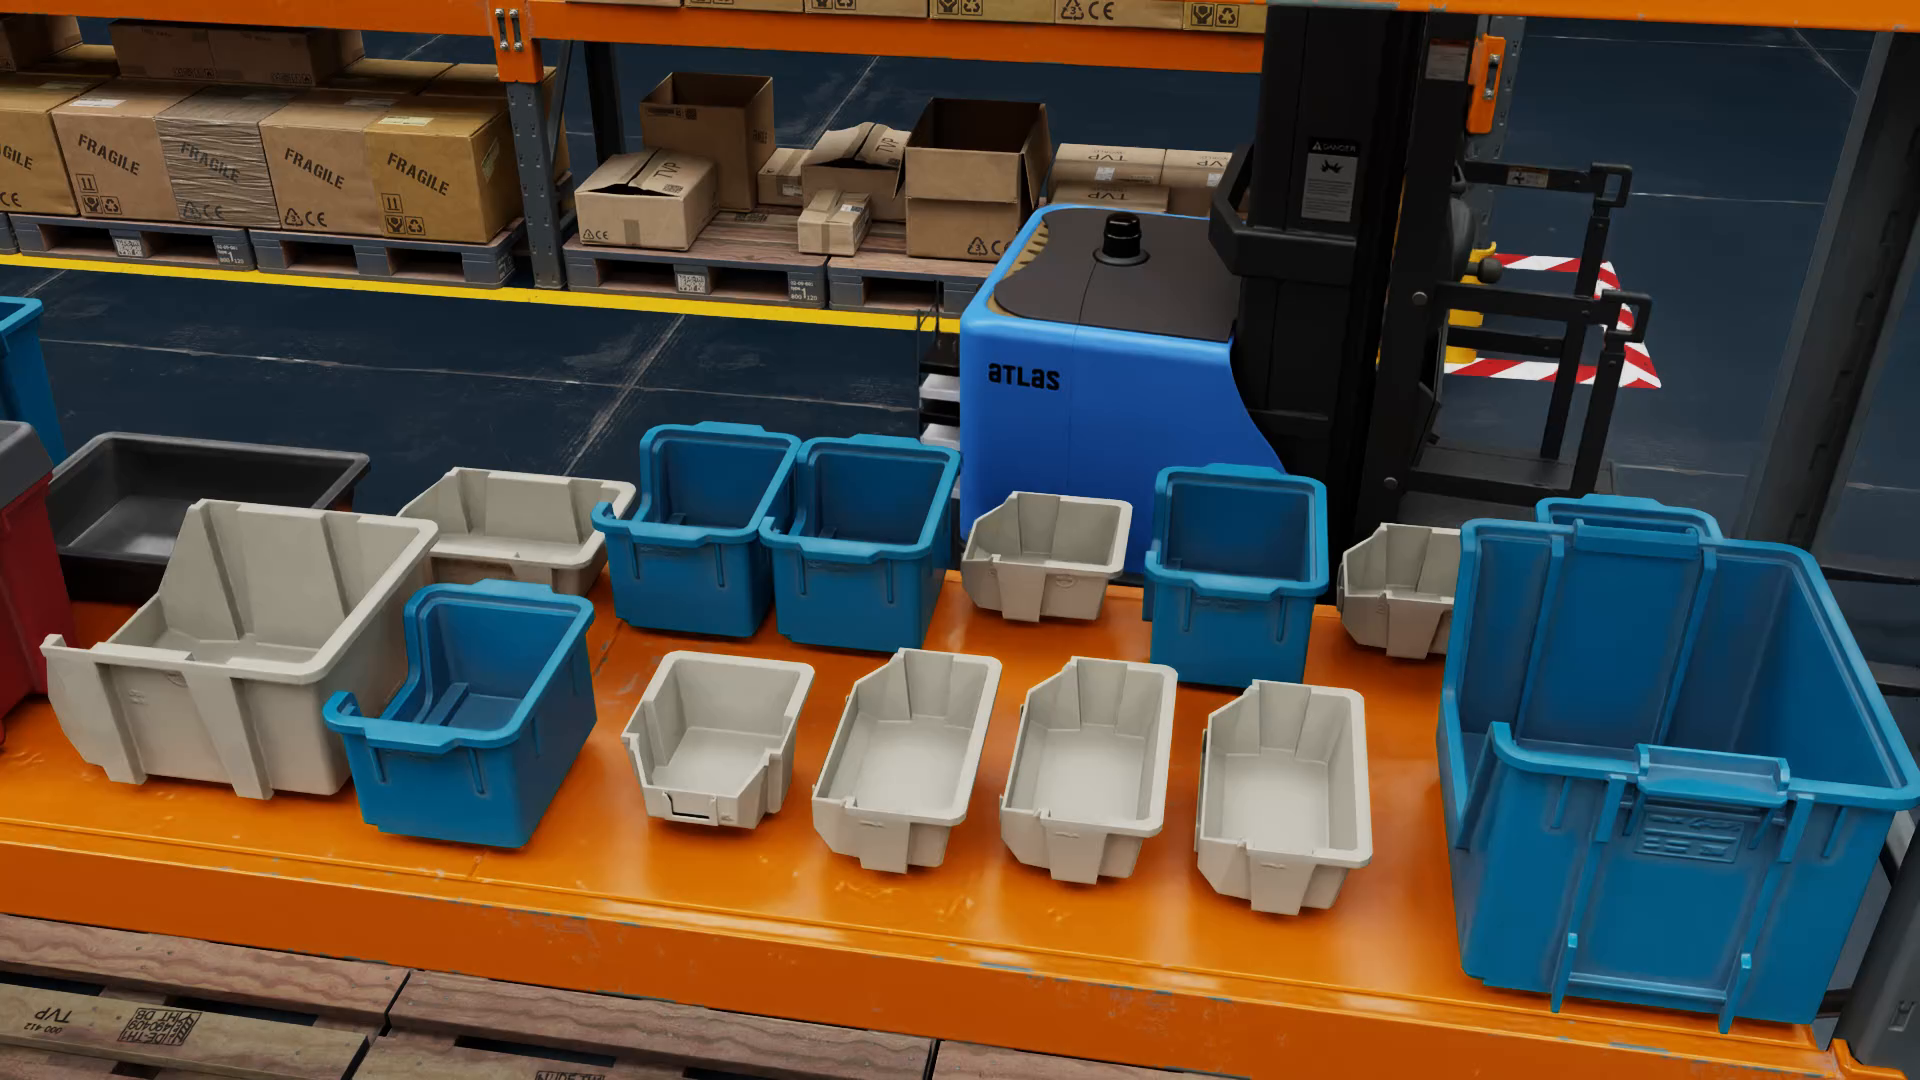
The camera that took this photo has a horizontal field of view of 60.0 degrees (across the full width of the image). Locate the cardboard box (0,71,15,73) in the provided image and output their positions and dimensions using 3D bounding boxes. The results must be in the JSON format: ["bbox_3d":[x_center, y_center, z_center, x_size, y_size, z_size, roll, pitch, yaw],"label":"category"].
[{"bbox_3d":[-4.773,-2.192,8.367,0.500,0.500,0.500,6,33,10],"label":"cardboard box"}]

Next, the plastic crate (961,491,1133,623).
[{"bbox_3d":[0.156,0.038,3.054,0.298,0.136,0.250,5,32,8],"label":"plastic crate"}]

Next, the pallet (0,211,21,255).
[{"bbox_3d":[-5.005,-1.758,8.359,1.213,0.211,1.003,5,32,8],"label":"pallet"}]

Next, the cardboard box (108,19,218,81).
[{"bbox_3d":[-3.707,-2.418,8.021,0.500,0.250,0.500,5,32,7],"label":"cardboard box"}]

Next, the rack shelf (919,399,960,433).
[{"bbox_3d":[-0.003,-0.432,5.484,0.200,0.077,0.258,8,33,12],"label":"rack shelf"}]

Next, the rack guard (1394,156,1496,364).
[{"bbox_3d":[2.077,-1.259,7.291,0.348,0.500,1.175,5,32,8],"label":"rack guard"}]

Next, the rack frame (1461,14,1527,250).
[{"bbox_3d":[2.152,-2.312,6.617,0.127,3.000,1.000,5,32,8],"label":"rack frame"}]

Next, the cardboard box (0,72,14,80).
[{"bbox_3d":[-4.817,-1.919,7.930,0.500,0.500,0.500,4,32,6],"label":"cardboard box"}]

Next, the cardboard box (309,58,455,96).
[{"bbox_3d":[-2.755,-2.009,8.073,0.500,0.500,0.500,6,32,9],"label":"cardboard box"}]

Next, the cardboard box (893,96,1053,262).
[{"bbox_3d":[0.062,-1.632,7.469,0.637,0.503,0.797,5,32,8],"label":"cardboard box"}]

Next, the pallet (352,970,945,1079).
[{"bbox_3d":[-0.691,1.256,3.544,1.213,0.211,1.003,5,32,8],"label":"pallet"}]

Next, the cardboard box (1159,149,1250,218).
[{"bbox_3d":[1.171,-1.575,7.615,0.500,0.250,0.500,5,32,8],"label":"cardboard box"}]

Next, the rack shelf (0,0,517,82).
[{"bbox_3d":[-3.763,-2.543,7.663,4.000,0.370,1.077,5,32,8],"label":"rack shelf"}]

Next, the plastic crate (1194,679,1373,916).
[{"bbox_3d":[0.480,0.386,2.497,0.243,0.136,0.396,5,32,8],"label":"plastic crate"}]

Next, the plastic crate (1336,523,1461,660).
[{"bbox_3d":[0.824,0.098,2.958,0.298,0.136,0.250,5,32,8],"label":"plastic crate"}]

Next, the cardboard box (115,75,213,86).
[{"bbox_3d":[-3.744,-2.102,8.223,0.500,0.500,0.500,4,32,6],"label":"cardboard box"}]

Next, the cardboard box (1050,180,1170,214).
[{"bbox_3d":[0.643,-1.353,7.262,0.500,0.250,0.500,5,32,8],"label":"cardboard box"}]

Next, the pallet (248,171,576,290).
[{"bbox_3d":[-2.599,-1.540,8.011,1.213,0.211,1.003,5,32,8],"label":"pallet"}]

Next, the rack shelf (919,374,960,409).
[{"bbox_3d":[-0.003,-0.508,5.437,0.200,0.077,0.258,8,33,12],"label":"rack shelf"}]

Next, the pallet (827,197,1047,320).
[{"bbox_3d":[0.092,-1.318,7.656,1.213,0.211,1.003,5,32,8],"label":"pallet"}]

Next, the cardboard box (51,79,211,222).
[{"bbox_3d":[-3.808,-1.828,7.785,0.500,0.500,0.500,4,32,7],"label":"cardboard box"}]

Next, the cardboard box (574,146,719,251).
[{"bbox_3d":[-1.414,-1.565,7.543,0.500,0.311,0.500,5,32,8],"label":"cardboard box"}]

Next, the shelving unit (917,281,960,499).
[{"bbox_3d":[-0.003,-0.383,5.515,0.210,0.900,0.258,8,33,12],"label":"shelving unit"}]

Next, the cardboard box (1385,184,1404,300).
[{"bbox_3d":[1.574,-1.359,7.035,0.500,0.500,0.500,5,32,8],"label":"cardboard box"}]

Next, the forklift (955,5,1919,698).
[{"bbox_3d":[1.560,-1.001,4.586,3.031,2.935,1.130,9,33,14],"label":"forklift"}]

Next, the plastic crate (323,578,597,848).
[{"bbox_3d":[-0.753,0.274,2.586,0.300,0.233,0.416,5,32,8],"label":"plastic crate"}]

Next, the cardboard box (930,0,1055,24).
[{"bbox_3d":[0.165,-2.389,6.645,0.500,0.500,0.500,5,32,8],"label":"cardboard box"}]

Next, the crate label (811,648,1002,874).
[{"bbox_3d":[-0.082,0.341,2.570,0.243,0.136,0.396,5,32,8],"label":"crate label"}]

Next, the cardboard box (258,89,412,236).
[{"bbox_3d":[-2.812,-1.739,7.642,0.500,0.500,0.500,5,32,8],"label":"cardboard box"}]

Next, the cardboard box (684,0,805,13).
[{"bbox_3d":[-0.829,-2.480,6.790,0.500,0.500,0.500,6,32,9],"label":"cardboard box"}]

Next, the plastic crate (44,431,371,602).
[{"bbox_3d":[-1.480,-0.028,3.171,0.590,0.125,0.437,5,32,8],"label":"plastic crate"}]

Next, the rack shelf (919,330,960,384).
[{"bbox_3d":[-0.003,-0.584,5.389,0.200,0.077,0.258,8,33,12],"label":"rack shelf"}]

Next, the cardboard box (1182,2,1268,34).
[{"bbox_3d":[1.152,-2.297,6.498,0.500,0.500,0.500,5,32,9],"label":"cardboard box"}]

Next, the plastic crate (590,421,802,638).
[{"bbox_3d":[-0.467,-0.015,3.048,0.300,0.233,0.416,5,32,8],"label":"plastic crate"}]

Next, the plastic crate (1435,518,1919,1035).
[{"bbox_3d":[0.953,0.306,2.345,0.499,0.435,0.616,5,32,8],"label":"plastic crate"}]

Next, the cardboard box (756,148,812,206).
[{"bbox_3d":[-0.802,-1.743,7.979,0.250,0.149,0.380,5,32,8],"label":"cardboard box"}]

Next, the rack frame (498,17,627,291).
[{"bbox_3d":[-1.791,-2.669,7.187,0.127,3.000,1.000,5,32,8],"label":"rack frame"}]

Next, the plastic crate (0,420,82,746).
[{"bbox_3d":[-1.790,0.079,2.679,0.583,0.464,0.402,5,32,8],"label":"plastic crate"}]
